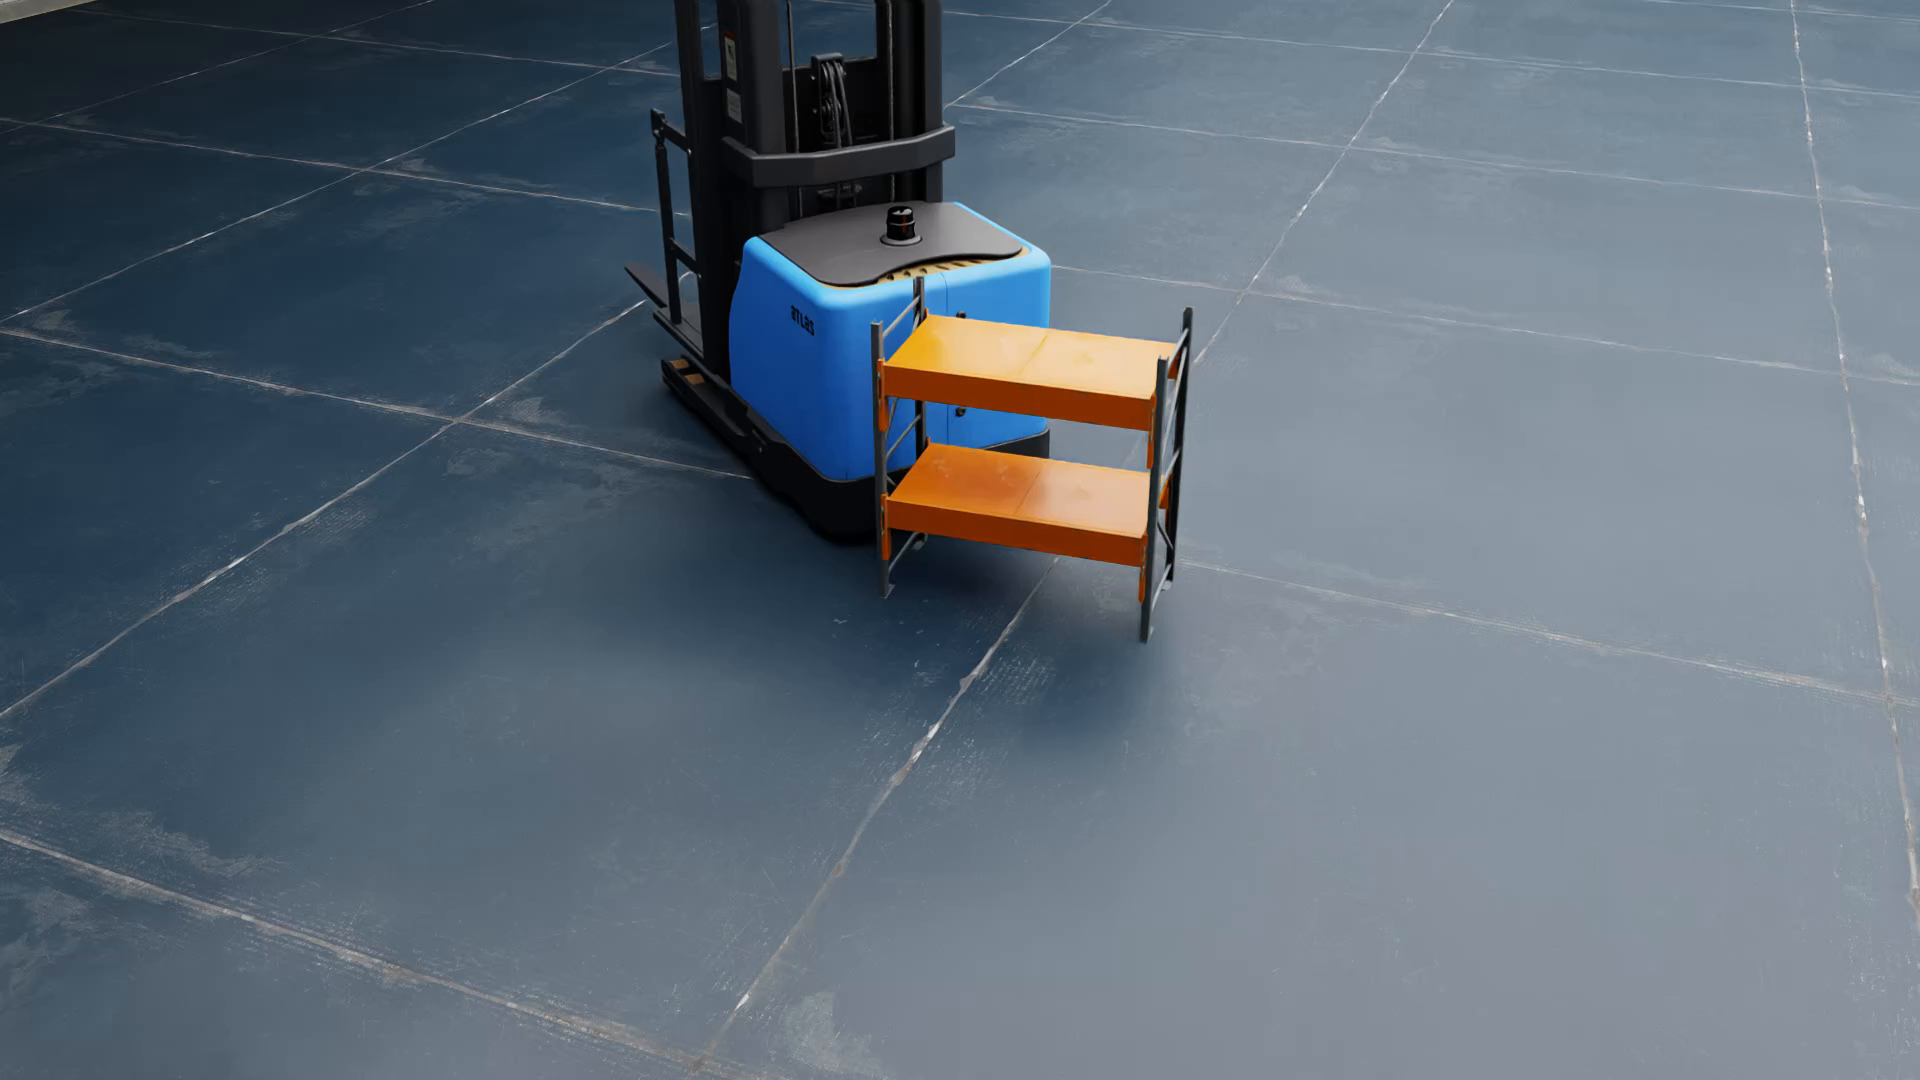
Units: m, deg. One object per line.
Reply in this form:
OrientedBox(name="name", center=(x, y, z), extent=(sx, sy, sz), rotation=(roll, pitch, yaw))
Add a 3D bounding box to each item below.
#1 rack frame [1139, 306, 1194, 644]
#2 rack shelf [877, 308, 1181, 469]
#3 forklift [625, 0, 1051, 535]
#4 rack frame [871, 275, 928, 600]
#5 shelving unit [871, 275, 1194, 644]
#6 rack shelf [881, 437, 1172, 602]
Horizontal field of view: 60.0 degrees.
OrientedBox(name="rack frame", center=(0.746, -0.228, 6.010), extent=(0.032, 1.125, 0.500), rotation=(9, 31, 15))
OrientedBox(name="rack shelf", center=(0.262, -0.559, 6.001), extent=(1.000, 0.278, 0.538), rotation=(9, 31, 15))
OrientedBox(name="forklift", center=(-0.775, -1.991, 7.294), extent=(1.130, 2.935, 3.031), rotation=(-15, 33, -25))
OrientedBox(name="rack frame", center=(-0.222, -0.380, 6.280), extent=(0.032, 1.125, 0.500), rotation=(9, 31, 15))
OrientedBox(name="shelving unit", center=(0.262, -0.304, 6.145), extent=(1.048, 1.125, 0.538), rotation=(9, 31, 15))
OrientedBox(name="rack shelf", center=(0.262, -0.091, 6.265), extent=(1.000, 0.278, 0.538), rotation=(9, 31, 15))
